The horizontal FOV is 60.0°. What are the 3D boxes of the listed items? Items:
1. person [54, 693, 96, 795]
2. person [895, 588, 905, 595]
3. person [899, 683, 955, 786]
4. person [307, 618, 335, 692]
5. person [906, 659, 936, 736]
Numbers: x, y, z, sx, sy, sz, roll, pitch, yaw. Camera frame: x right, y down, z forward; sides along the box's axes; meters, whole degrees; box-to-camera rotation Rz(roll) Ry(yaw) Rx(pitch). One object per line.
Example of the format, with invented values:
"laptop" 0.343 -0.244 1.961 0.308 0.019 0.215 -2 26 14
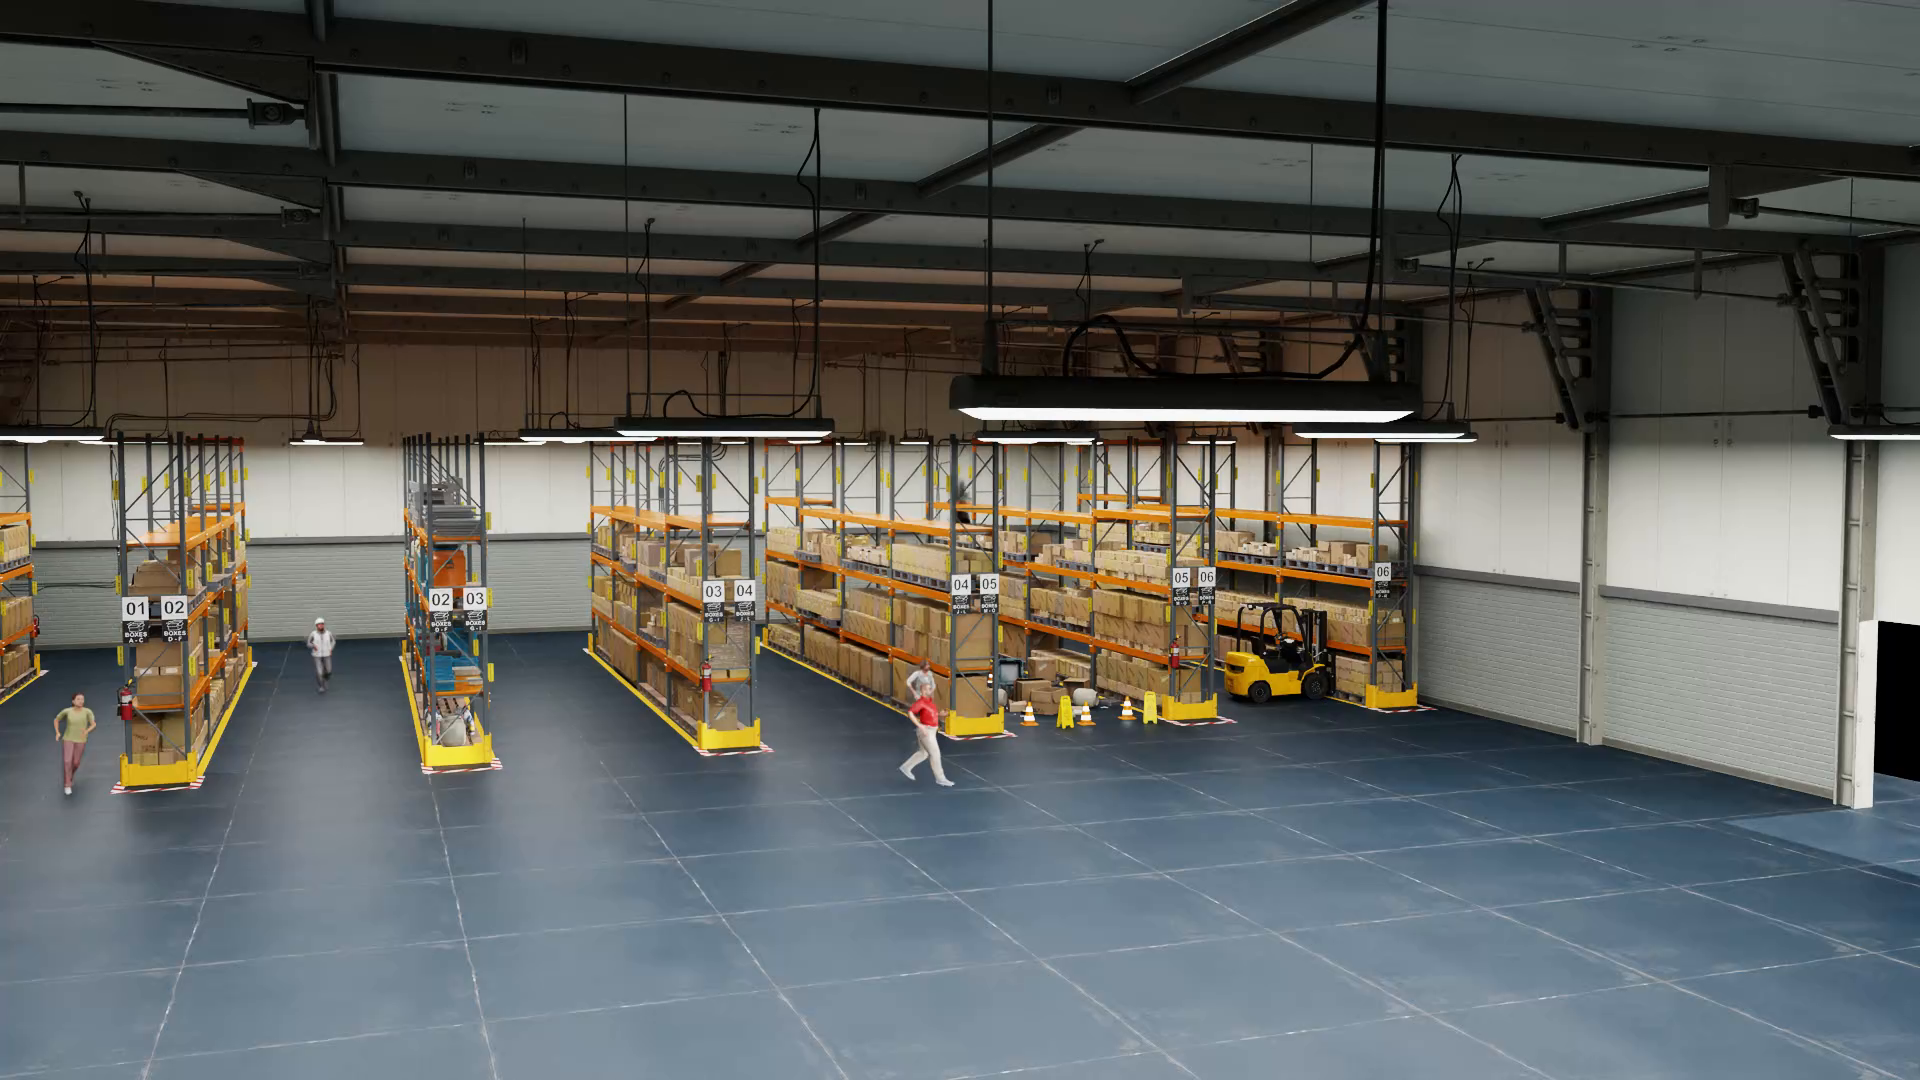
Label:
"person" -14.795 3.369 27.817 0.616 1.649 0.823 -2 4 -34
"person" -1.816 2.080 51.090 0.767 1.683 0.605 -1 3 -15
"person" -0.555 3.277 28.149 0.968 1.716 0.662 1 3 10
"person" -14.884 2.697 38.817 0.649 1.726 0.578 -2 4 -29
"person" -0.720 3.136 32.584 0.549 1.554 0.612 -2 4 -32
